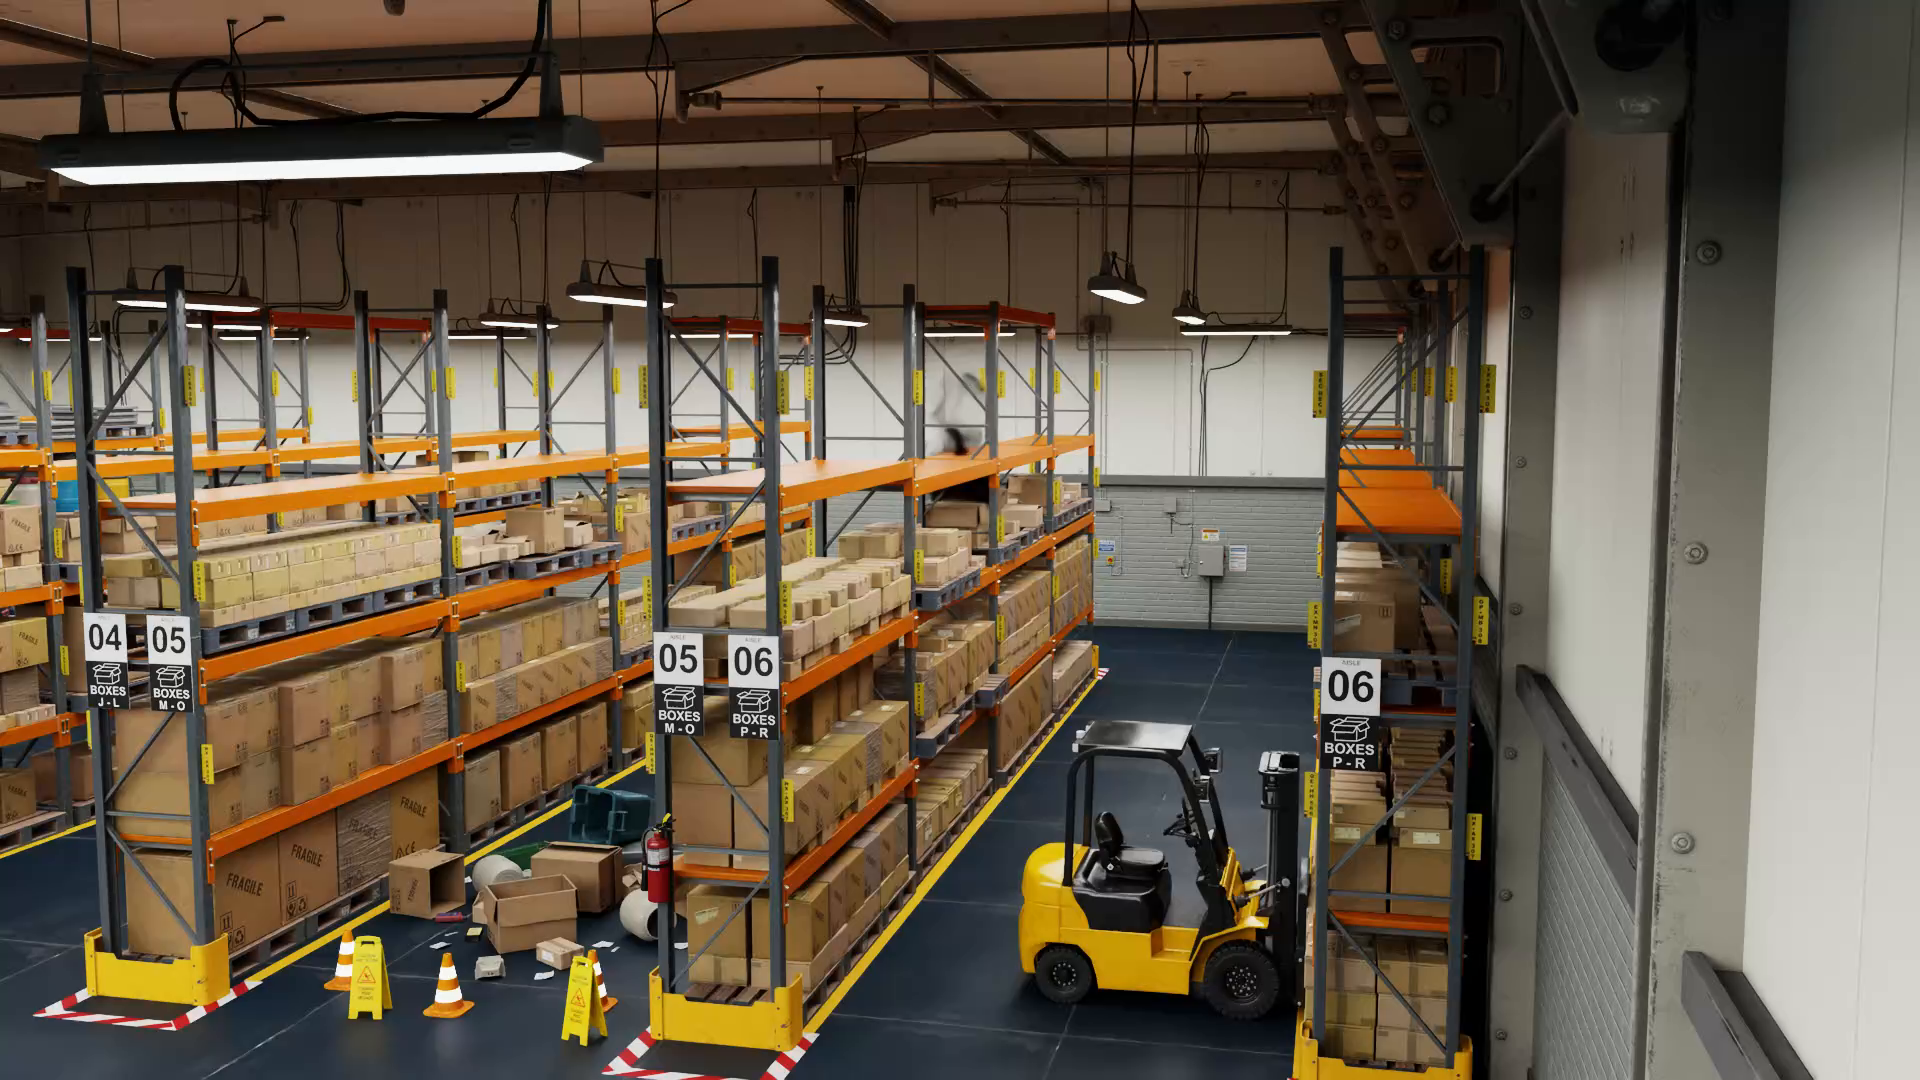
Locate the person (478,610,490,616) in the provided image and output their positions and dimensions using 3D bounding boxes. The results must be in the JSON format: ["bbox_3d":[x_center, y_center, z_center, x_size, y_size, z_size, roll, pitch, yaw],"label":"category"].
[{"bbox_3d":[-7.038,1.845,24.624,0.575,1.645,0.914,1,6,8],"label":"person"}]
